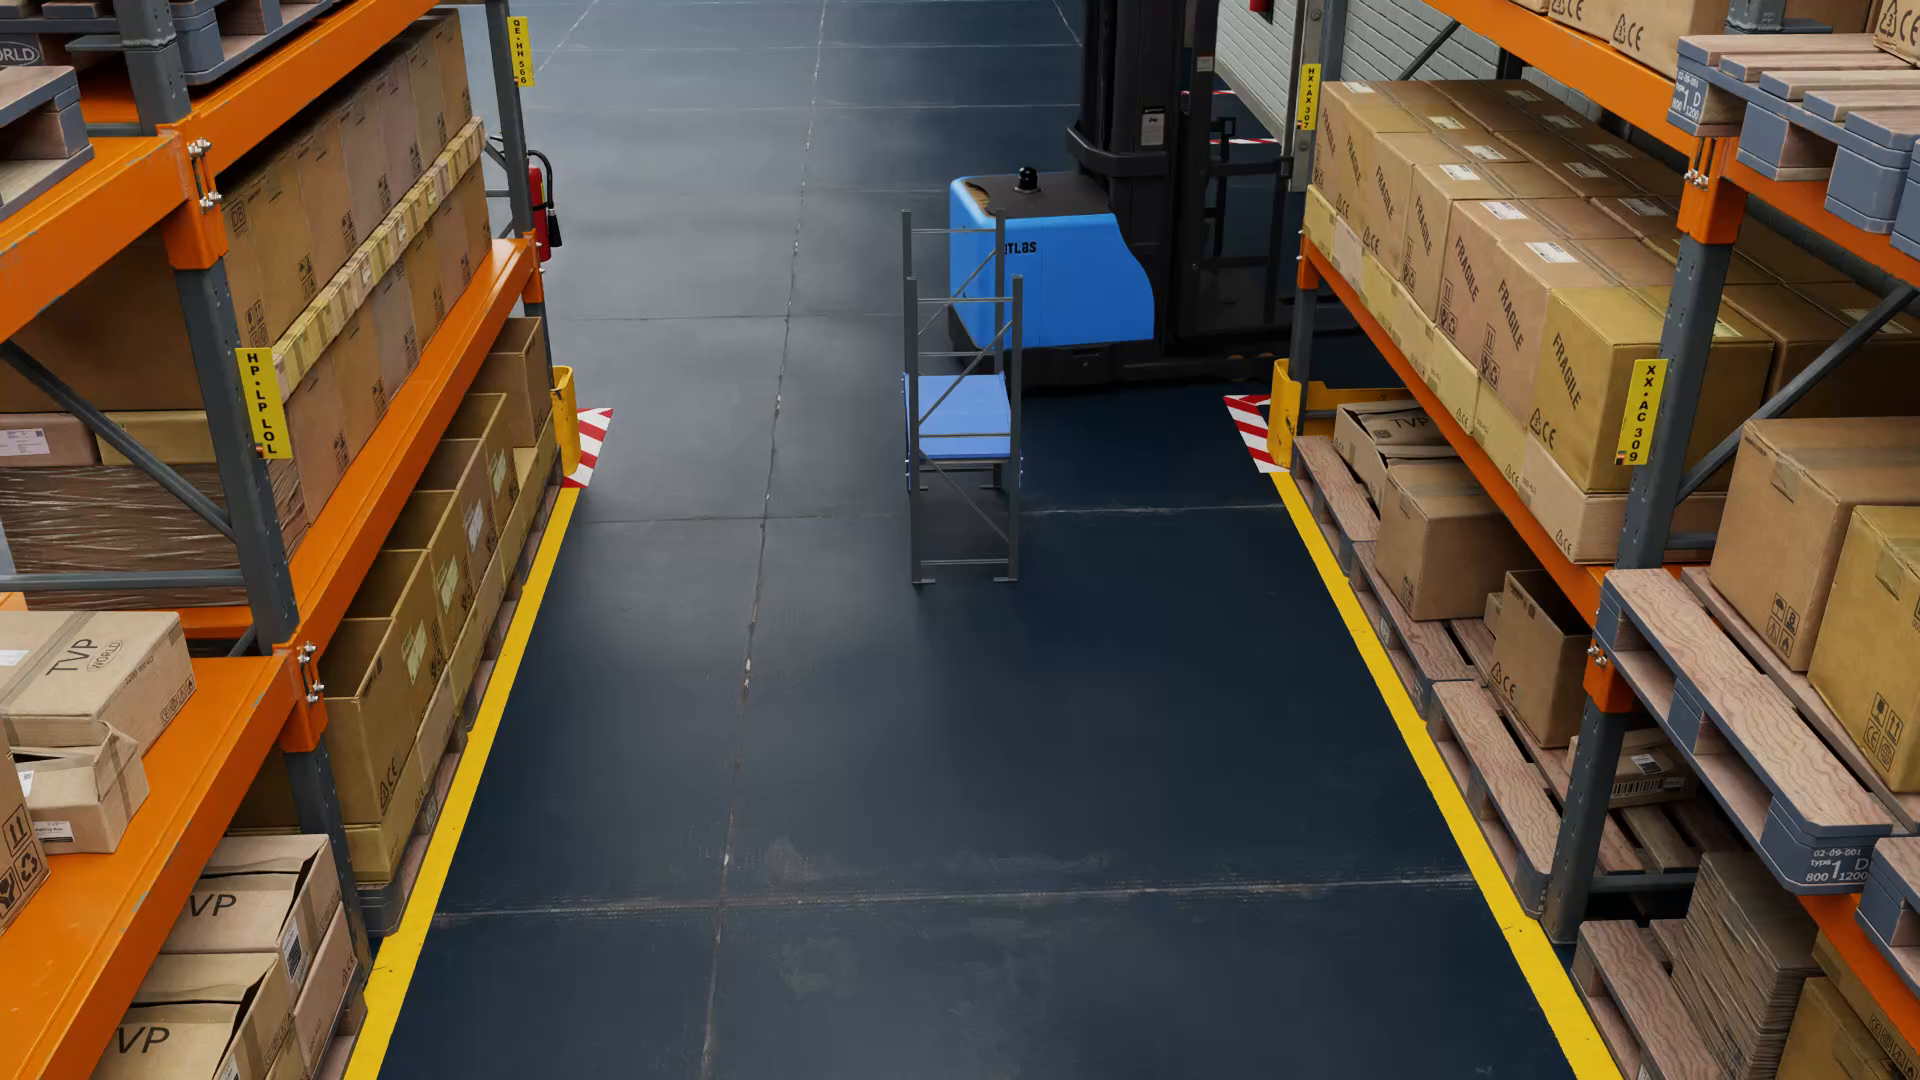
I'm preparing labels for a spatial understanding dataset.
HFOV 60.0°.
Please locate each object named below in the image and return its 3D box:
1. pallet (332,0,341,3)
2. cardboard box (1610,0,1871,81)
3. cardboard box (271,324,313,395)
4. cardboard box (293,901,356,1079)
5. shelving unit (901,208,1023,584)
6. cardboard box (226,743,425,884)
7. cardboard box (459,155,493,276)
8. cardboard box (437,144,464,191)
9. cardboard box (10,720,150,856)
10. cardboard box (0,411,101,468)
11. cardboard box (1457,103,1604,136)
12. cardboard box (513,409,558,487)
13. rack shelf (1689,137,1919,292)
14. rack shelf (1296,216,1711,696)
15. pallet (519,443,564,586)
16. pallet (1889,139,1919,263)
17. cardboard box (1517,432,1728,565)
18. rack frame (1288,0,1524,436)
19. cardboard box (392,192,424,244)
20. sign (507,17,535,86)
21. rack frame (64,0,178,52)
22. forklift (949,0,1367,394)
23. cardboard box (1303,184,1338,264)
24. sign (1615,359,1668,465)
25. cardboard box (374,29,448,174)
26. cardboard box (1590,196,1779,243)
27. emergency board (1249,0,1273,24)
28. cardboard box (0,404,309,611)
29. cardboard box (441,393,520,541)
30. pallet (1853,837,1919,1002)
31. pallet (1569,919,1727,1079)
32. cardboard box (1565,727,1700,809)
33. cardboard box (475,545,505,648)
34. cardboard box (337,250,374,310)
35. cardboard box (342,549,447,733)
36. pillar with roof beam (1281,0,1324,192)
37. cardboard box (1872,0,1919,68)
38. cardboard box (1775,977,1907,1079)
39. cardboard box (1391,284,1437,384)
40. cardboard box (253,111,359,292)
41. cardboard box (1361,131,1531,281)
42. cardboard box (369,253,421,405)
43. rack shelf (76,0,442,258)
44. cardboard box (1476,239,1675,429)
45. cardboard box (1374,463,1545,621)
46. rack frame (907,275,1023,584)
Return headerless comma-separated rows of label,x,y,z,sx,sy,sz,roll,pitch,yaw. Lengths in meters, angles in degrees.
pallet,-2.580,-2.122,5.927,1.003,0.211,1.213,-1,28,-3
cardboard box,2.224,-1.609,4.717,0.500,0.500,0.500,-1,28,-1
cardboard box,-2.298,-0.572,5.293,0.380,0.149,0.250,-2,28,-4
cardboard box,-2.138,1.342,4.953,0.500,0.250,0.500,-2,28,-3
shelving unit,-0.004,-0.704,7.979,0.538,1.500,1.048,-1,28,-3
cardboard box,-2.170,0.936,5.732,0.500,0.250,0.500,-1,28,-3
cardboard box,-2.646,-1.551,7.873,0.700,0.500,0.500,-1,28,-3
cardboard box,-2.419,-1.644,7.349,0.380,0.149,0.250,-2,28,-3
cardboard box,-2.220,0.585,4.029,0.396,0.266,0.258,-2,28,-4
cardboard box,-2.677,-0.328,4.826,0.380,0.149,0.250,-1,28,-3
cardboard box,2.542,-1.674,7.546,0.500,0.500,0.500,-1,28,-2
cardboard box,-2.335,-0.450,8.388,0.500,0.250,0.500,-1,28,-3
rack shelf,2.602,-0.085,2.703,1.077,0.370,4.000,-1,28,-3
rack shelf,2.393,-0.602,6.938,1.077,0.370,4.000,-1,28,-3
pallet,-2.576,-0.135,8.280,1.003,0.211,1.213,-1,28,-3
pallet,2.481,-0.477,2.881,1.213,0.211,1.003,-1,28,-3
cardboard box,2.170,-0.151,5.436,0.500,0.250,0.500,-1,28,-3
rack frame,2.289,-1.844,8.543,1.000,3.000,0.127,-1,28,-3
cardboard box,-2.379,-1.285,6.661,0.380,0.149,0.250,-1,28,-1
sign,-2.115,-2.348,8.000,0.100,0.325,0.005,-1,28,-3
rack frame,-2.449,-2.536,3.381,1.000,3.000,0.127,-1,28,-3
forklift,1.496,-2.487,9.849,3.031,2.935,1.130,-5,28,-10
cardboard box,1.997,-1.554,8.126,0.500,0.250,0.500,-2,28,-4
sign,1.956,-0.364,4.769,0.100,0.325,0.005,-1,28,-3
cardboard box,-2.611,-1.860,7.061,0.700,0.500,0.500,-2,28,-4
cardboard box,2.638,-0.963,6.183,0.500,0.500,0.500,-1,28,-1
emergency board,2.785,-5.455,15.465,0.194,1.169,0.643,-1,28,-3
cardboard box,-2.478,-0.125,5.138,0.700,0.500,0.500,-2,28,-4
cardboard box,-2.266,-0.321,7.329,0.500,0.500,0.500,-1,28,-3
pallet,2.562,1.022,3.254,1.003,0.211,1.213,-1,28,-3
pallet,2.540,1.599,4.956,1.003,0.211,1.213,-1,28,-3
cardboard box,2.440,0.818,6.027,0.380,0.166,0.250,-5,28,-9
cardboard box,-2.244,0.243,7.060,0.500,0.250,0.500,-1,28,-3
cardboard box,-2.341,-0.932,5.983,0.380,0.149,0.250,-2,28,-4
cardboard box,-2.195,0.372,6.001,0.500,0.500,0.500,-1,28,-3
pillar with roof beam,-1.423,-6.869,11.689,9.100,9.000,0.400,-1,28,-3
cardboard box,2.446,-1.303,3.699,0.500,0.500,0.500,2,28,5
cardboard box,2.630,1.493,4.371,0.700,0.500,0.500,-2,28,-4
cardboard box,2.083,-0.845,6.768,0.500,0.250,0.500,-1,28,-2
cardboard box,-2.532,-1.165,5.729,0.700,0.500,0.500,-1,28,-3
cardboard box,2.050,-1.424,7.067,0.500,0.500,0.500,-2,28,-4
cardboard box,-2.563,-0.837,6.502,0.700,0.500,0.500,-1,28,-1
rack shelf,-2.553,-1.810,6.012,1.077,0.370,4.000,-1,28,-3
cardboard box,2.132,-0.713,5.703,0.500,0.500,0.500,-2,28,-3
cardboard box,2.253,-0.006,7.245,0.700,0.500,0.500,-3,28,-6
rack frame,0.022,-0.470,7.529,0.500,1.500,0.032,-1,28,-3
